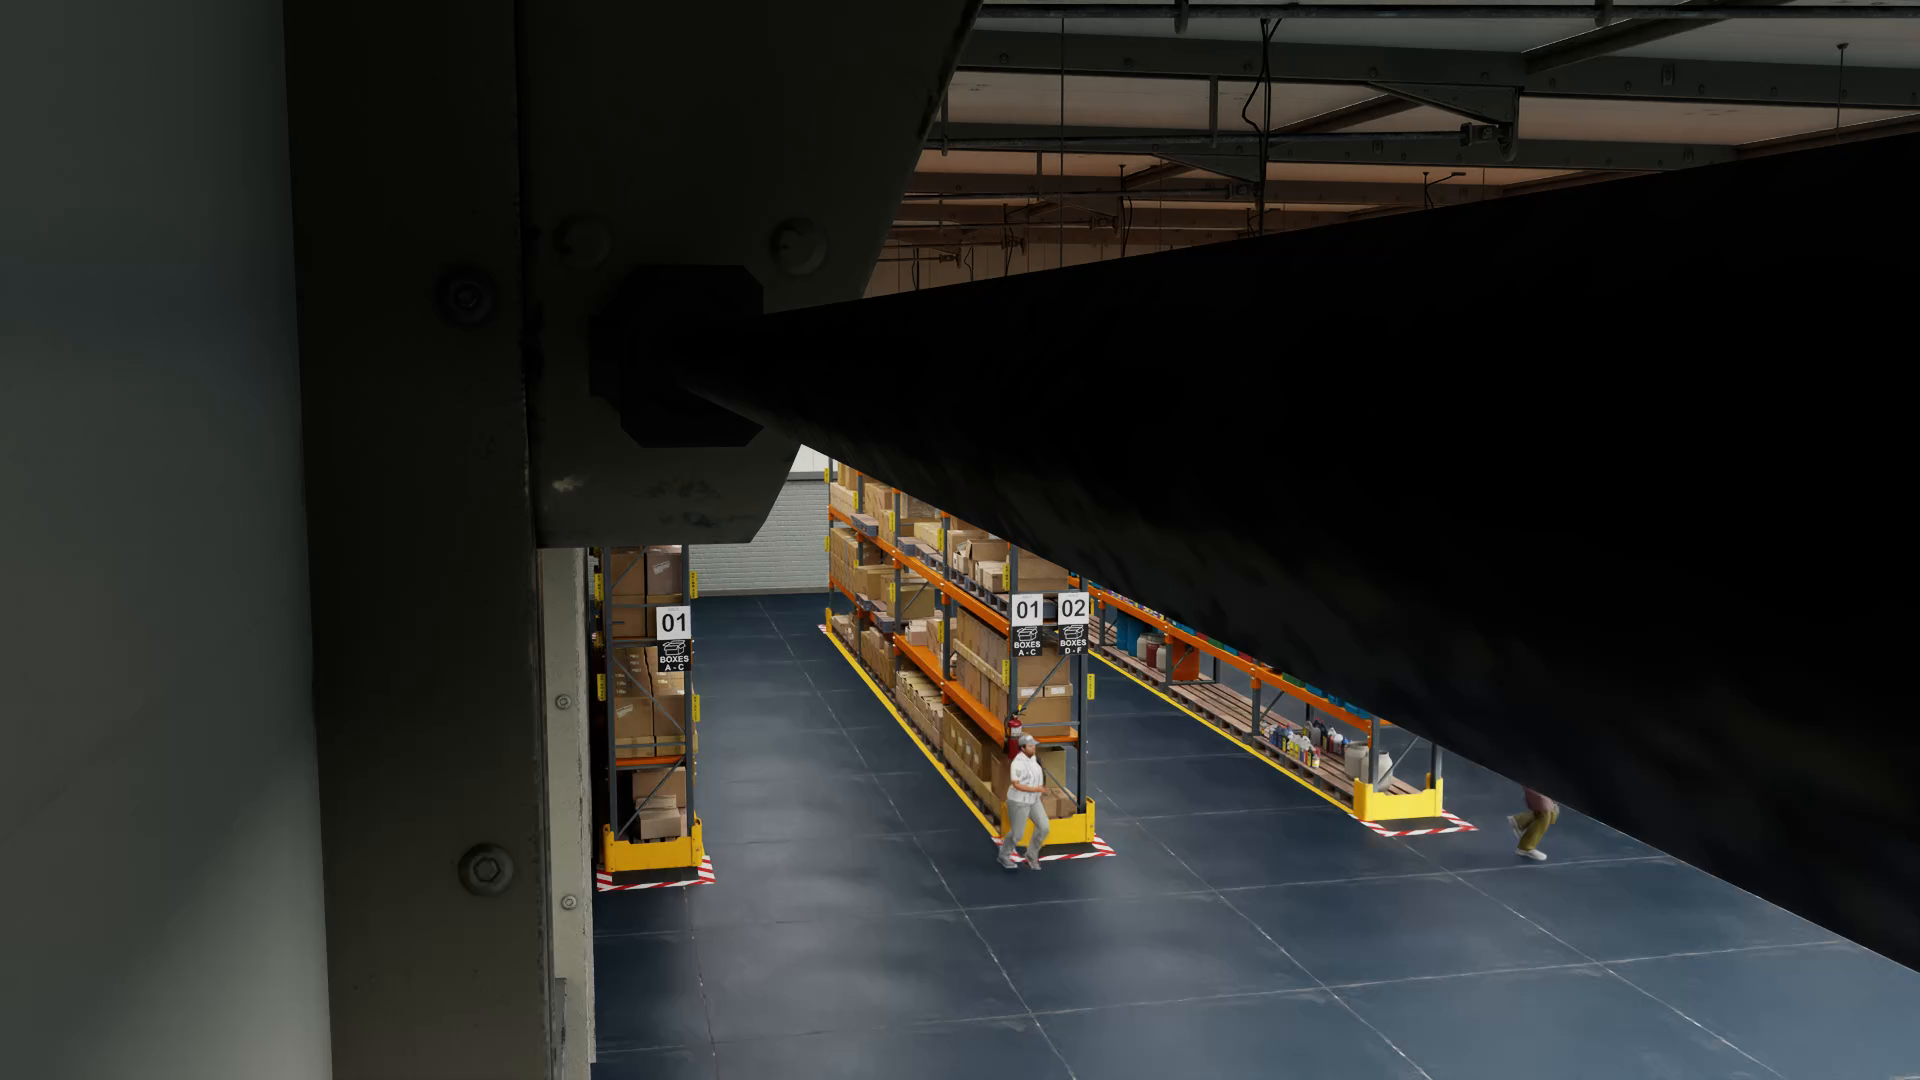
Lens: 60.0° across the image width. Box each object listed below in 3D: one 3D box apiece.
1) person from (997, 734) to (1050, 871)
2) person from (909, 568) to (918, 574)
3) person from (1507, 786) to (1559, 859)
[{"bbox_3d":[0.808,3.169,19.933,0.685,1.721,0.633,5,8,34],"label":"person"},{"bbox_3d":[-0.980,1.133,37.384,0.534,1.535,0.542,3,7,25],"label":"person"},{"bbox_3d":[7.128,3.053,20.500,0.702,1.744,0.746,2,7,20],"label":"person"}]
